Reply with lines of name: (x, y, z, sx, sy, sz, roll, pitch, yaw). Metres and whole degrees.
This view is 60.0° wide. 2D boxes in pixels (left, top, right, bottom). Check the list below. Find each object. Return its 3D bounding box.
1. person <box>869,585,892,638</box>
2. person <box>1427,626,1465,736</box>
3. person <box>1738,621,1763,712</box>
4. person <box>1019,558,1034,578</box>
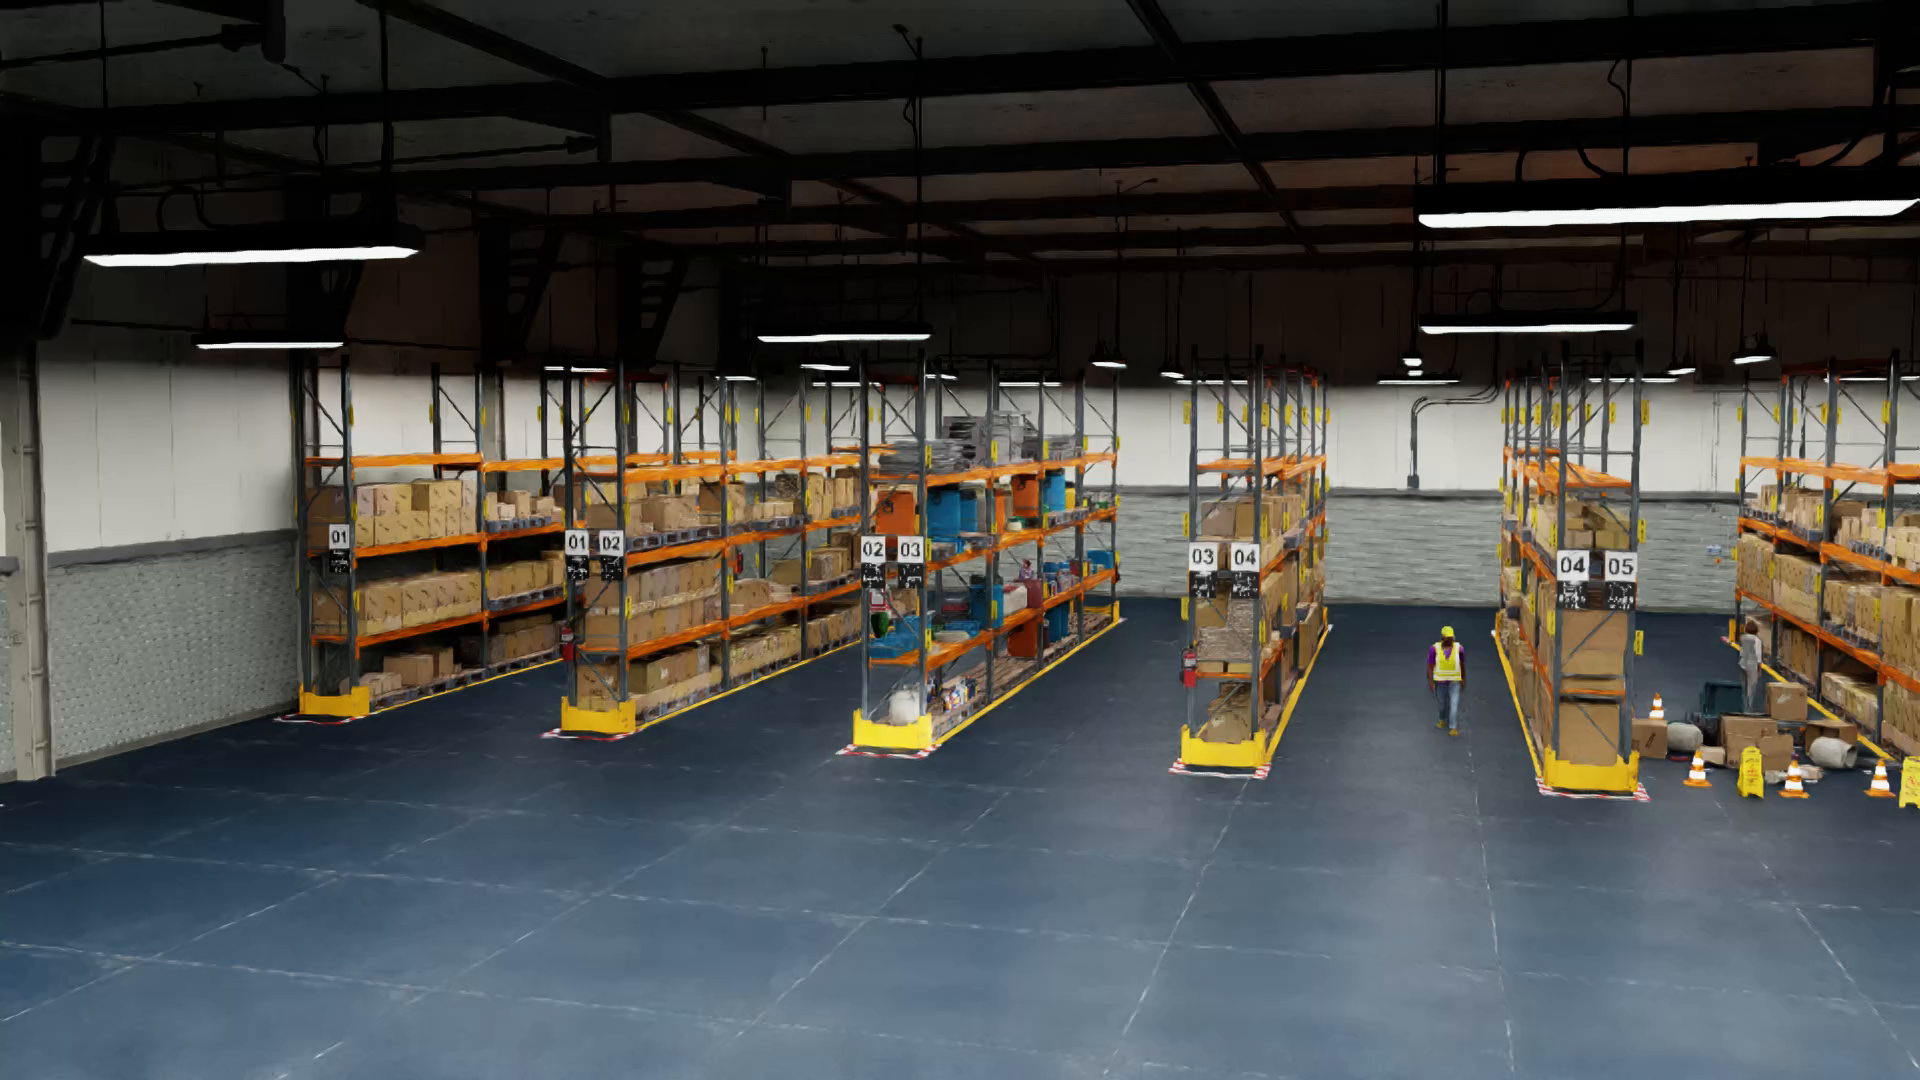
person: (-1.729, 1.503, 35.006, 0.528, 1.727, 1.030, 1, 4, 8)
person: (7.641, 2.182, 26.145, 0.577, 1.689, 1.107, 1, 5, 18)
person: (13.089, 2.131, 27.503, 0.406, 1.600, 0.468, -1, 4, -15)
person: (1.621, 1.190, 40.551, 0.417, 1.517, 1.036, 1, 5, 19)
